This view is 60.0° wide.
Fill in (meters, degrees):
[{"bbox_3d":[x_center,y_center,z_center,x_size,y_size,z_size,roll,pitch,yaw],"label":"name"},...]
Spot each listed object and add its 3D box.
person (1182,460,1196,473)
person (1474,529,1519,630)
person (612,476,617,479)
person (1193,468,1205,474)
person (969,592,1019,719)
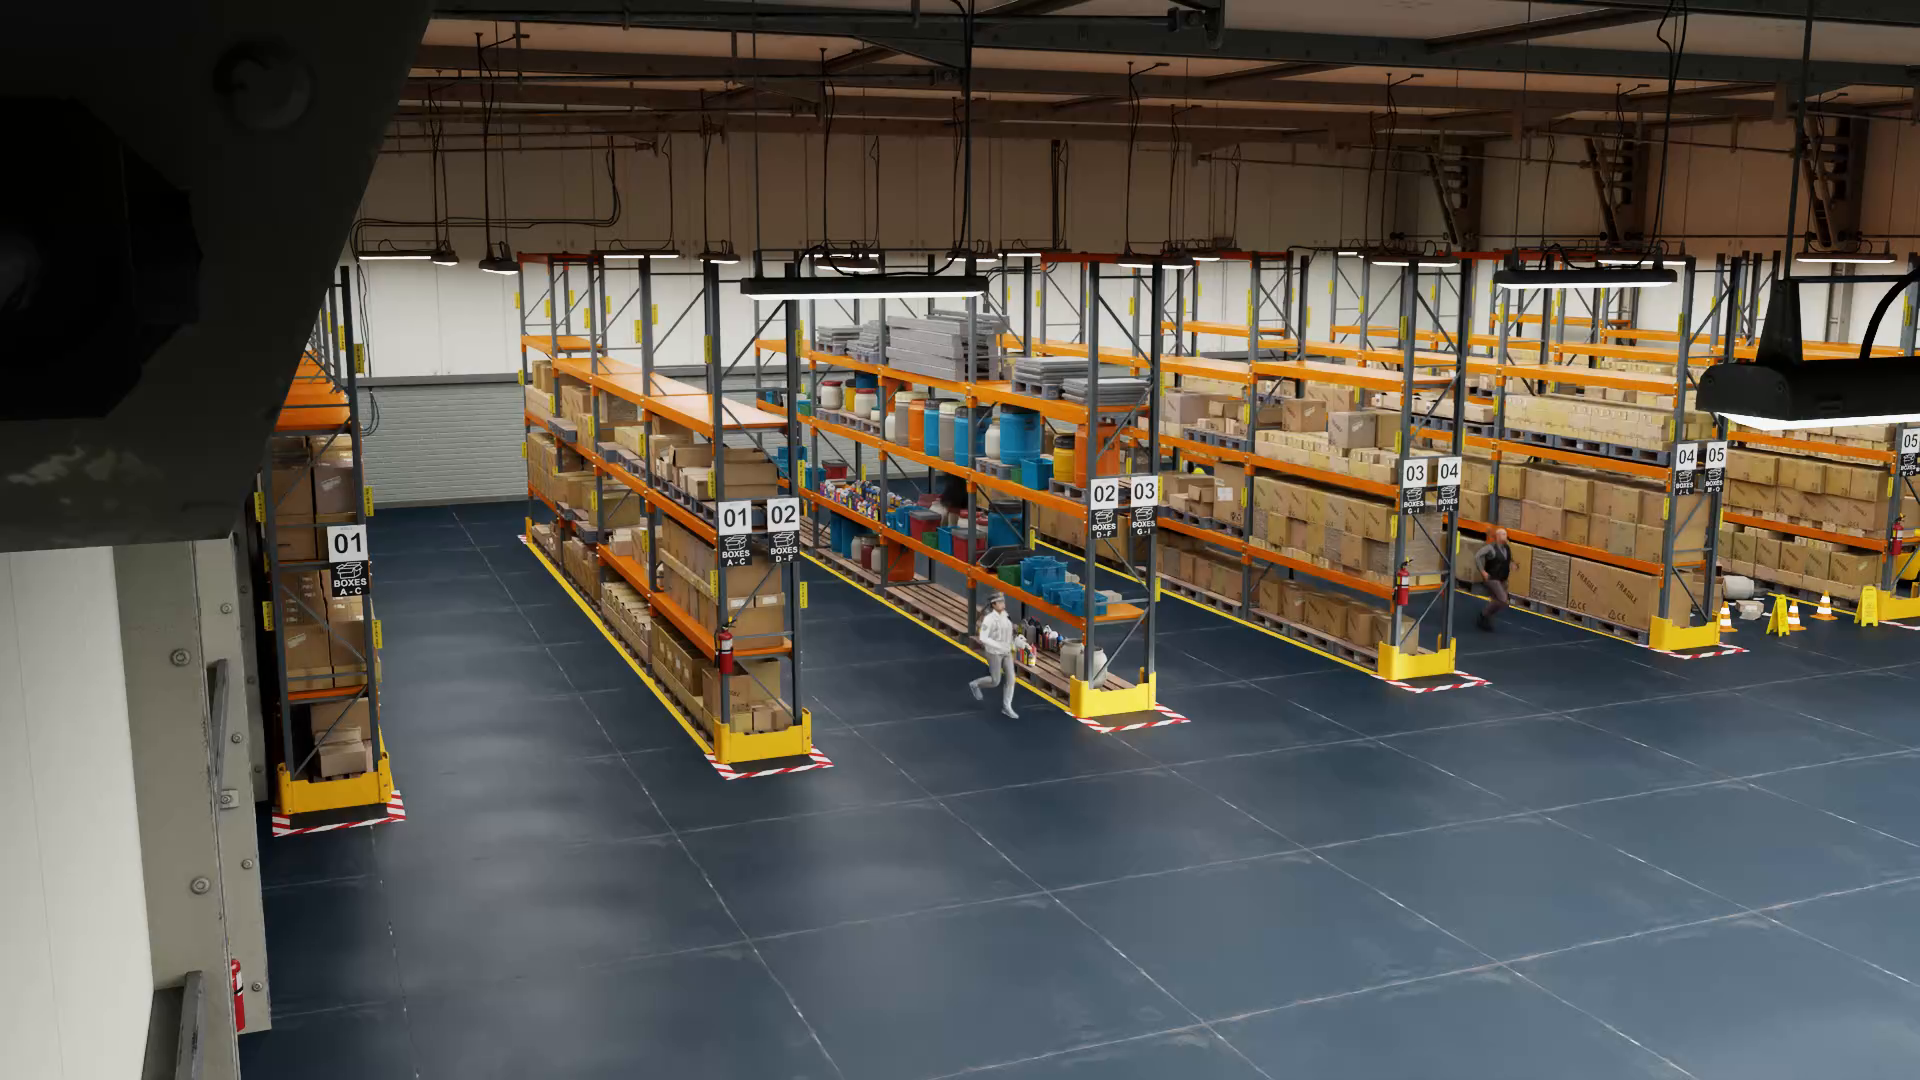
[{"bbox_3d":[5.861,-2.162,42.031,0.868,1.822,0.723,-3,11,-17],"label":"person"},{"bbox_3d":[8.657,0.645,26.799,0.659,1.679,0.646,-8,13,-36],"label":"person"},{"bbox_3d":[-7.500,-0.939,35.771,0.638,1.583,0.530,9,14,42],"label":"person"},{"bbox_3d":[4.721,-0.550,32.973,0.692,1.781,0.922,-4,11,-23],"label":"person"},{"bbox_3d":[0.488,1.505,22.231,0.822,1.693,0.615,10,14,44],"label":"person"}]
